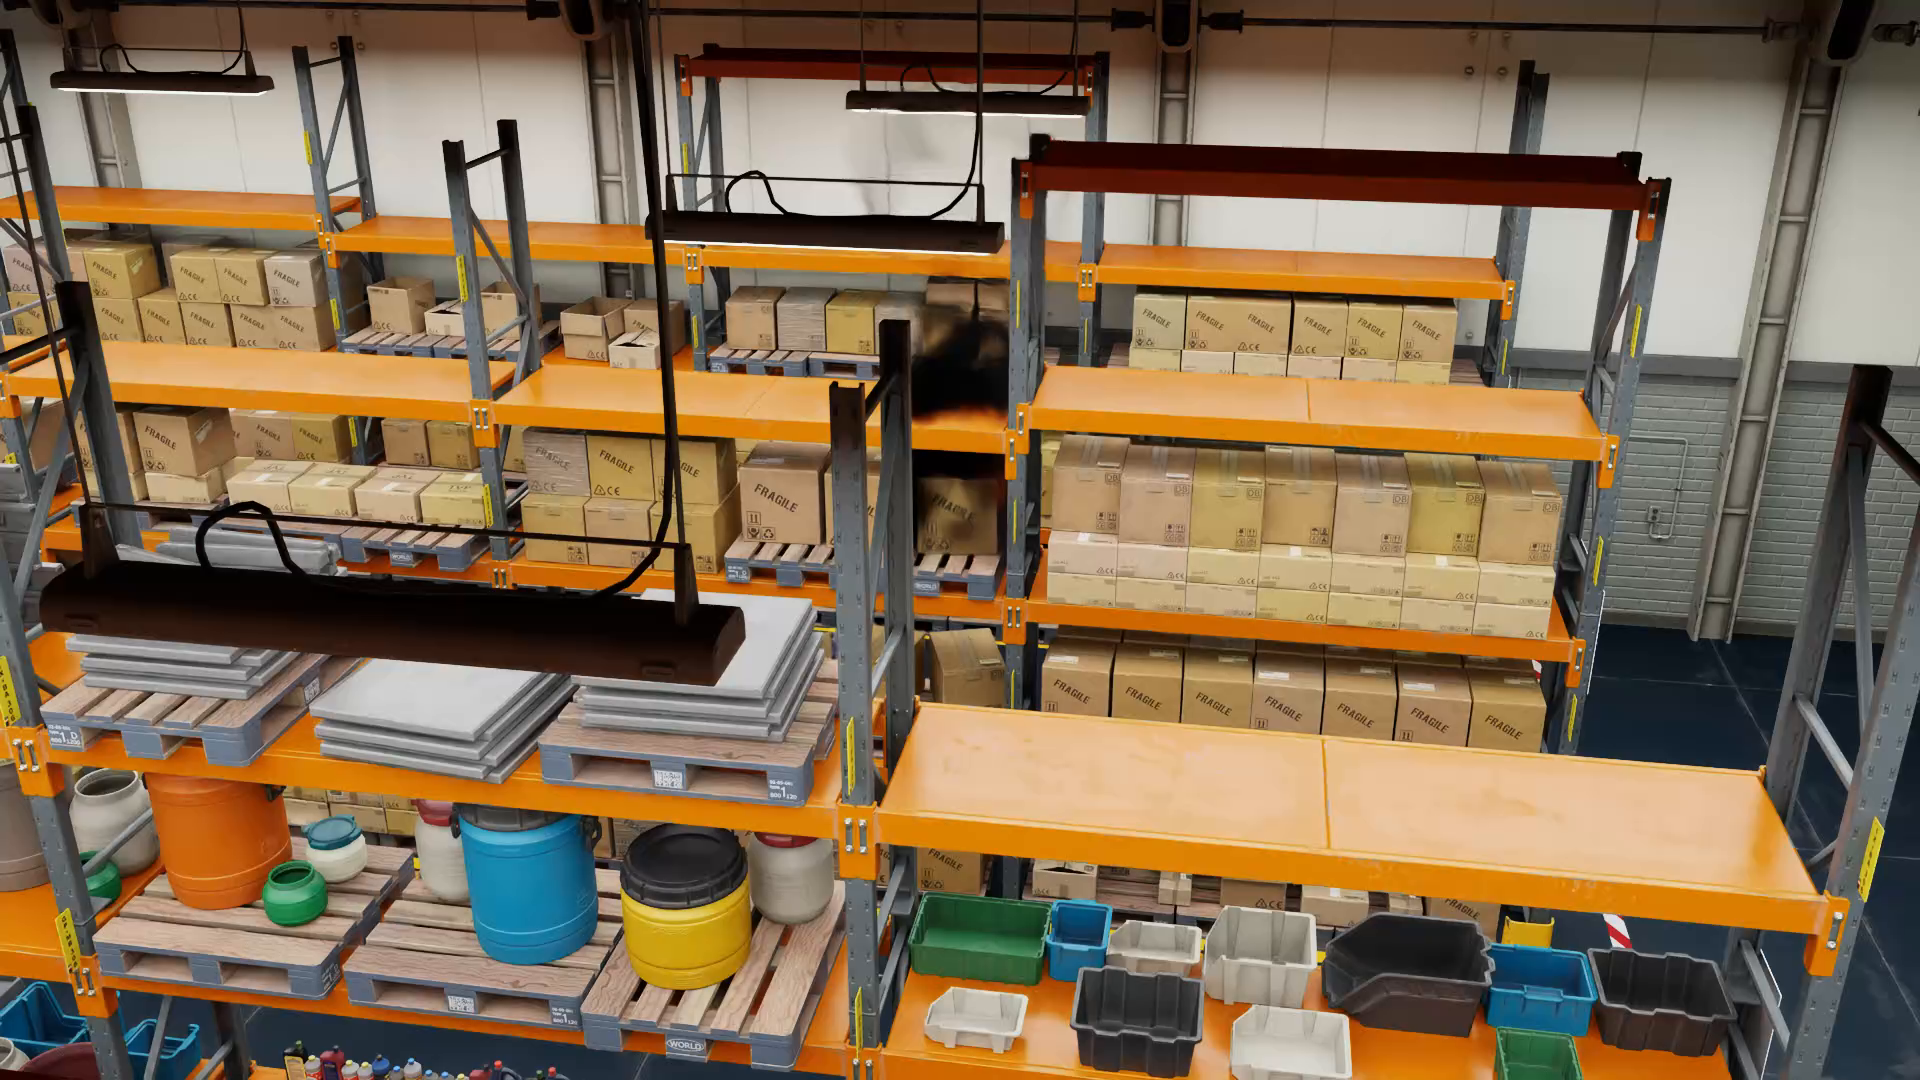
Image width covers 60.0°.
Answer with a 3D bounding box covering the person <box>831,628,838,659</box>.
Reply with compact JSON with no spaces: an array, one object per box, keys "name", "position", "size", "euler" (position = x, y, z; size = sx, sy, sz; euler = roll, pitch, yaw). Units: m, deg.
[{"name":"person","position":[-0.980,1.238,15.297],"size":[0.941,1.632,0.607],"euler":[5,23,11]}]
